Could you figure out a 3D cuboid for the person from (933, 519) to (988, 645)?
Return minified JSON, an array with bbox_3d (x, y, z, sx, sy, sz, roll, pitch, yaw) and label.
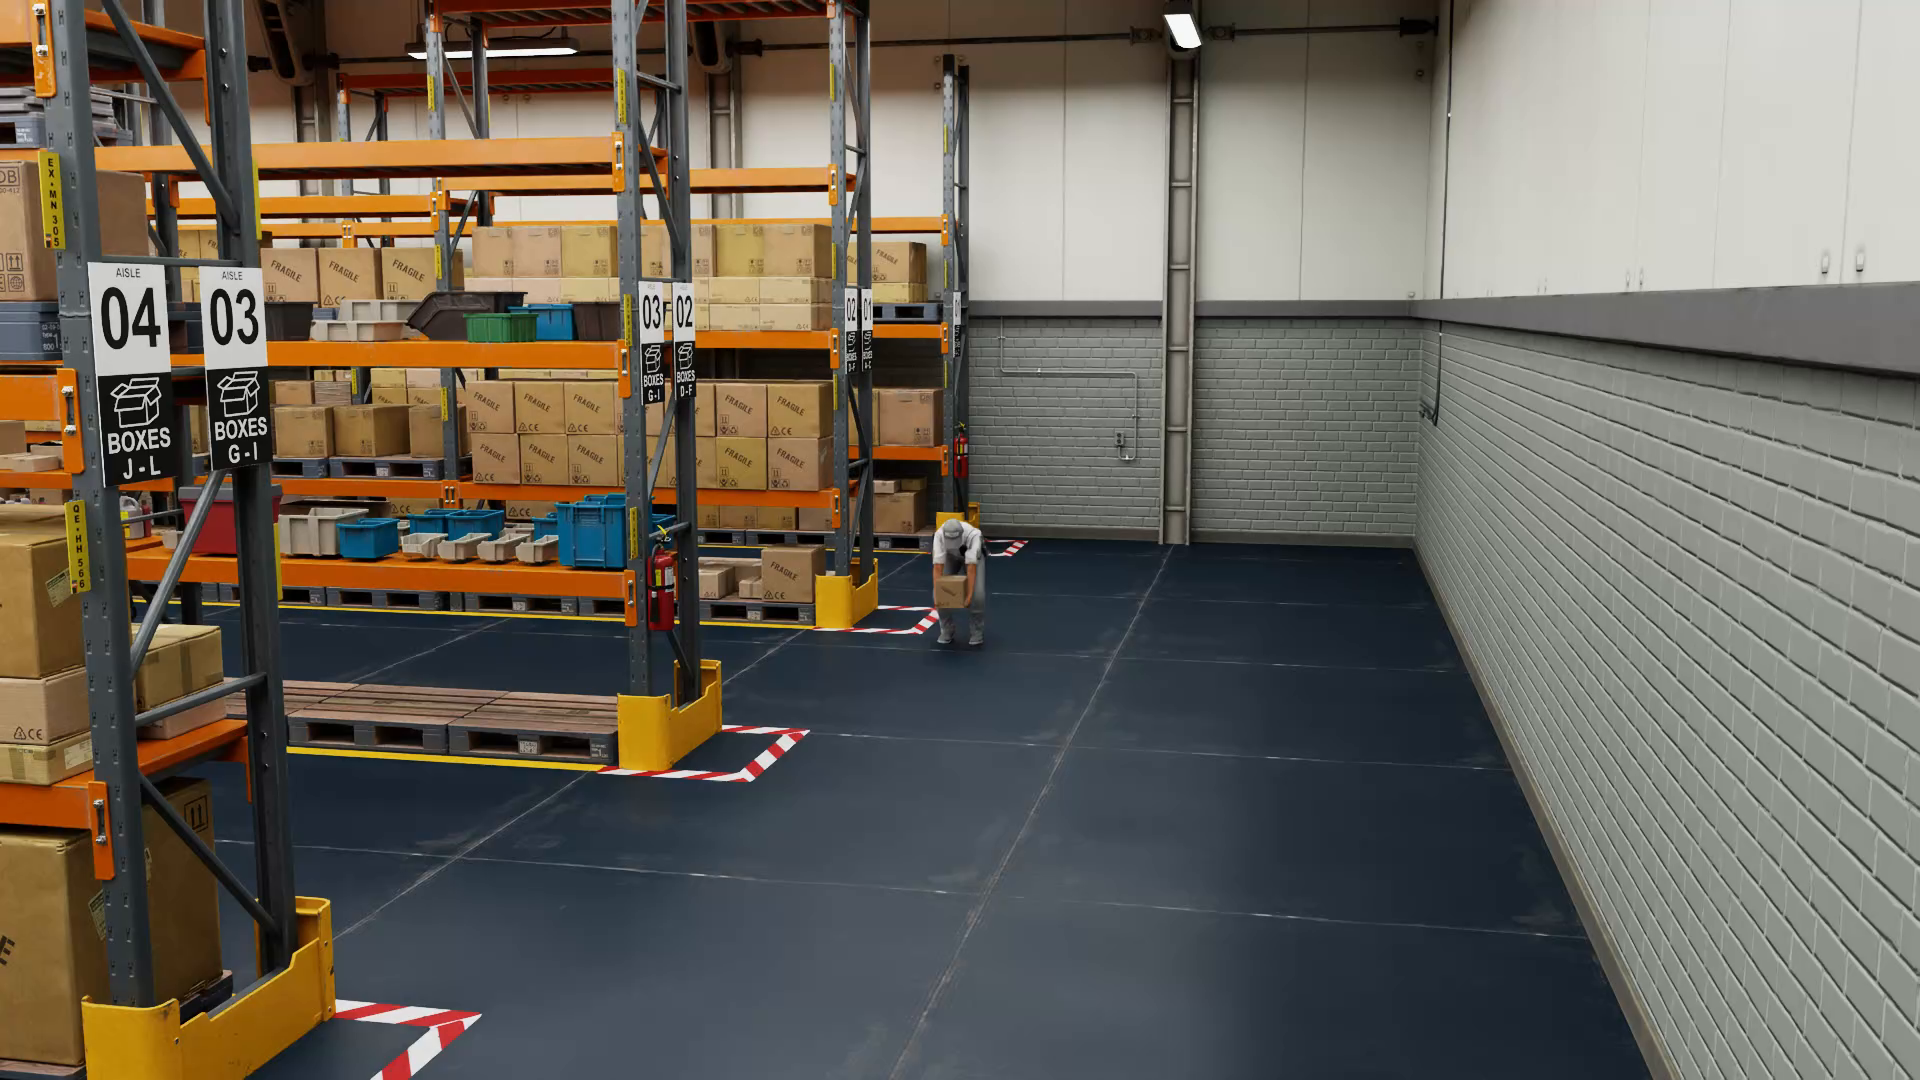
[{"bbox_3d":[-0.019,0.362,14.931,0.484,1.201,0.910,1,8,9],"label":"person"}]
